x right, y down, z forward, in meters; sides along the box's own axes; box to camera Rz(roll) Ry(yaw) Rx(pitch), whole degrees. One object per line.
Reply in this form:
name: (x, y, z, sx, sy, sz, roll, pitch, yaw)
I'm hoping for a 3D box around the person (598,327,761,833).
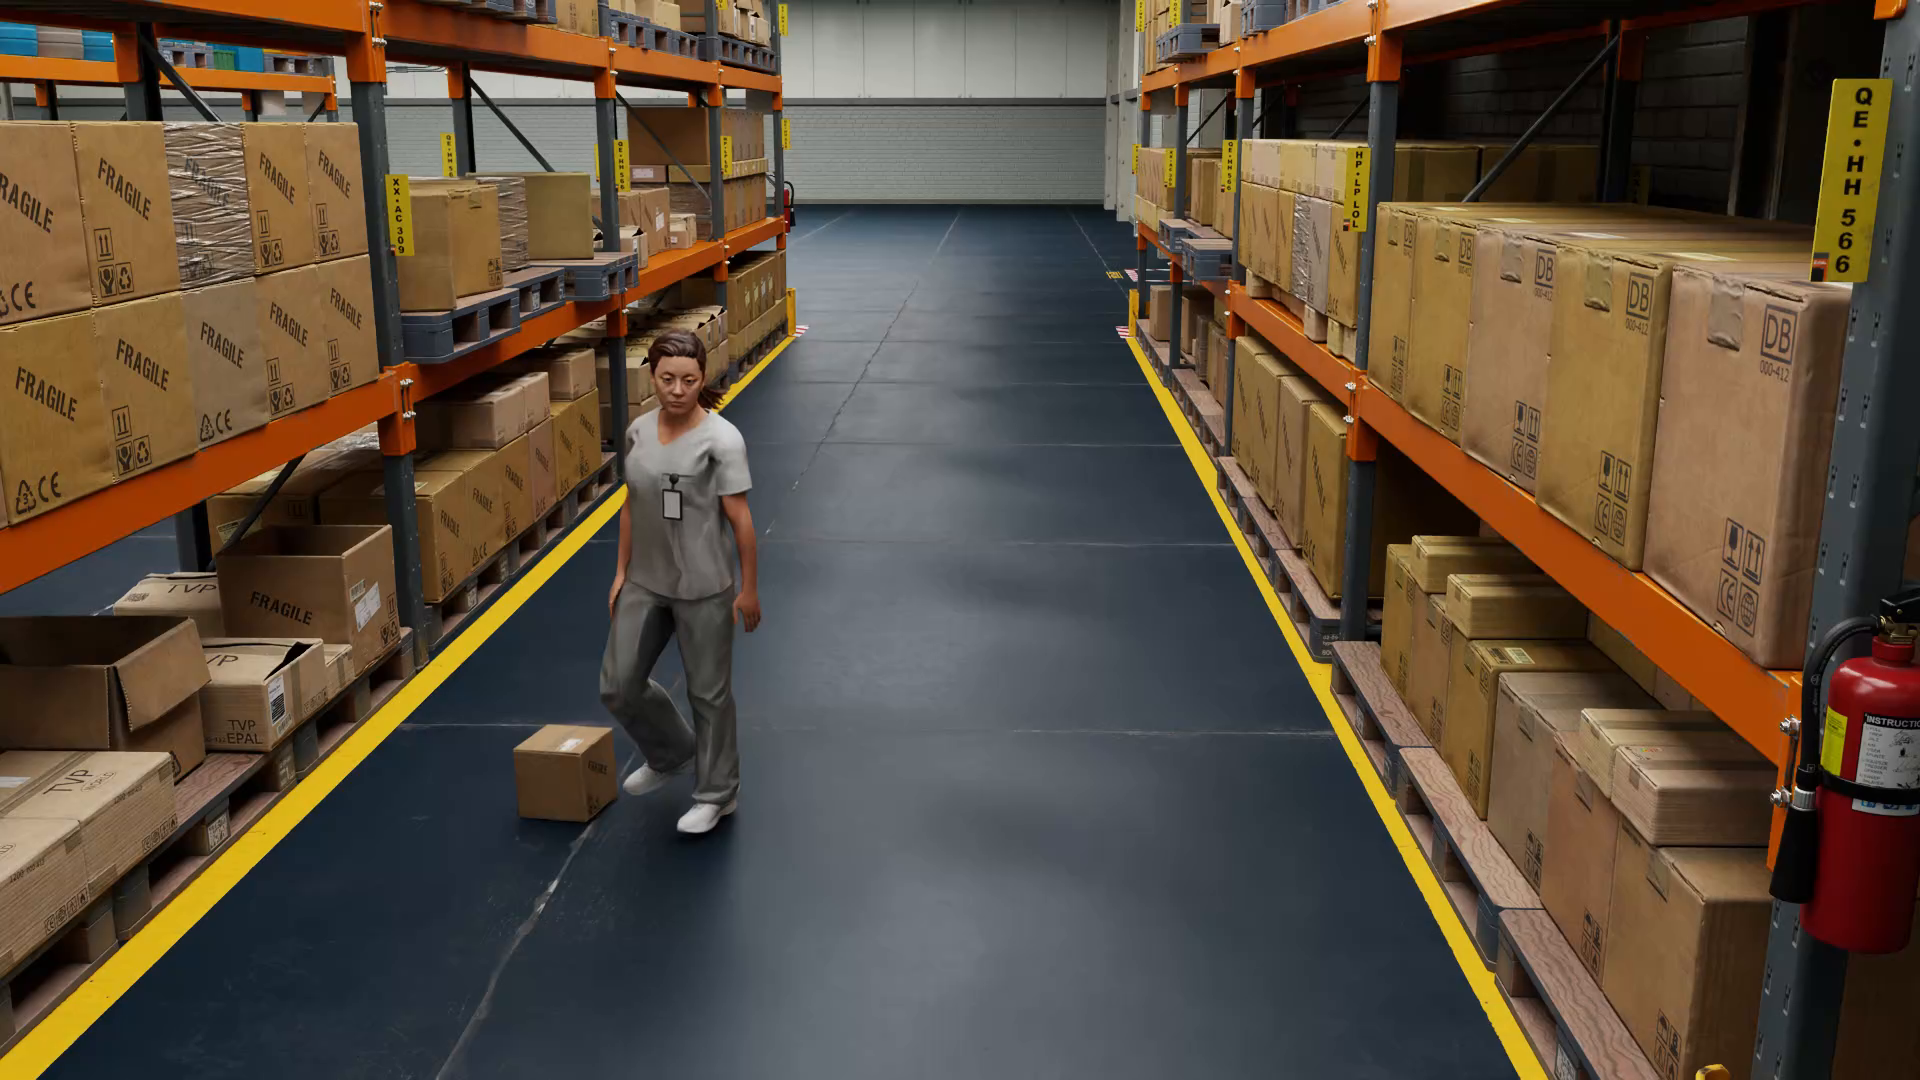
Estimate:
person: (-0.910, 0.140, 5.367, 0.595, 1.667, 0.434, 7, 15, 25)
